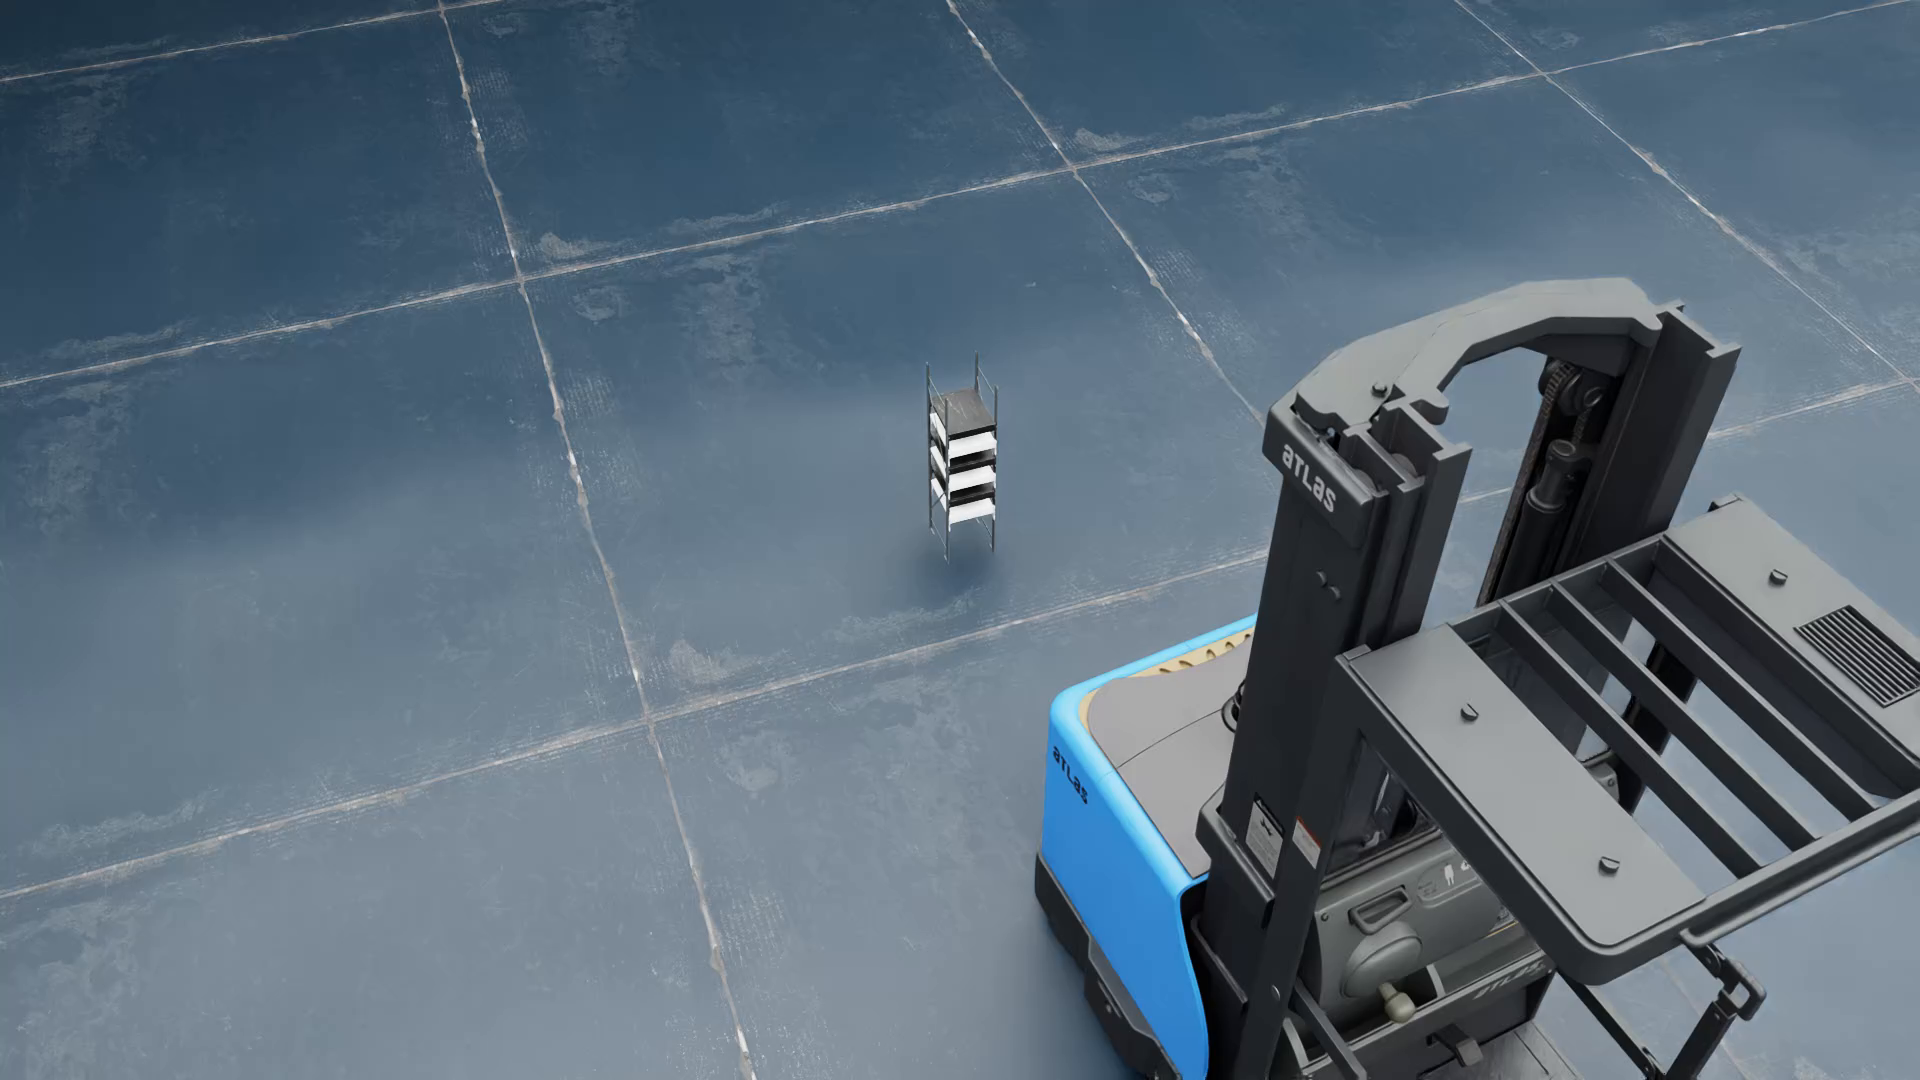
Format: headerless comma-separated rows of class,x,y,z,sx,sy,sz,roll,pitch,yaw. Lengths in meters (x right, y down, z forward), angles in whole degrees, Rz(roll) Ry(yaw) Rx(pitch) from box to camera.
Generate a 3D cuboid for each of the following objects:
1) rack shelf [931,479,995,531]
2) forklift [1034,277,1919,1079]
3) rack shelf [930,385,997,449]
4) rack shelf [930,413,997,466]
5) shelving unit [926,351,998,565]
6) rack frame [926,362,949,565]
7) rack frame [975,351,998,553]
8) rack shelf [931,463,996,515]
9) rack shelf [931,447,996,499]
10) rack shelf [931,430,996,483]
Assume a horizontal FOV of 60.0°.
rack shelf,0.008,-0.169,6.894,0.200,0.077,0.258,-14,47,-14
forklift,1.367,0.980,4.014,1.130,2.935,3.031,-20,48,-18
rack shelf,0.008,-0.487,6.575,0.200,0.077,0.258,-14,47,-14
rack shelf,0.008,-0.423,6.639,0.200,0.077,0.258,-14,47,-14
shelving unit,0.008,-0.320,6.743,0.210,0.900,0.258,-14,47,-14
rack frame,-0.088,-0.295,6.718,0.006,0.900,0.240,-14,47,-14
rack frame,0.103,-0.344,6.767,0.006,0.900,0.240,-14,47,-14
rack shelf,0.008,-0.233,6.830,0.200,0.077,0.258,-14,47,-14
rack shelf,0.008,-0.296,6.766,0.200,0.077,0.258,-14,47,-14
rack shelf,0.008,-0.360,6.702,0.200,0.077,0.258,-14,47,-14
